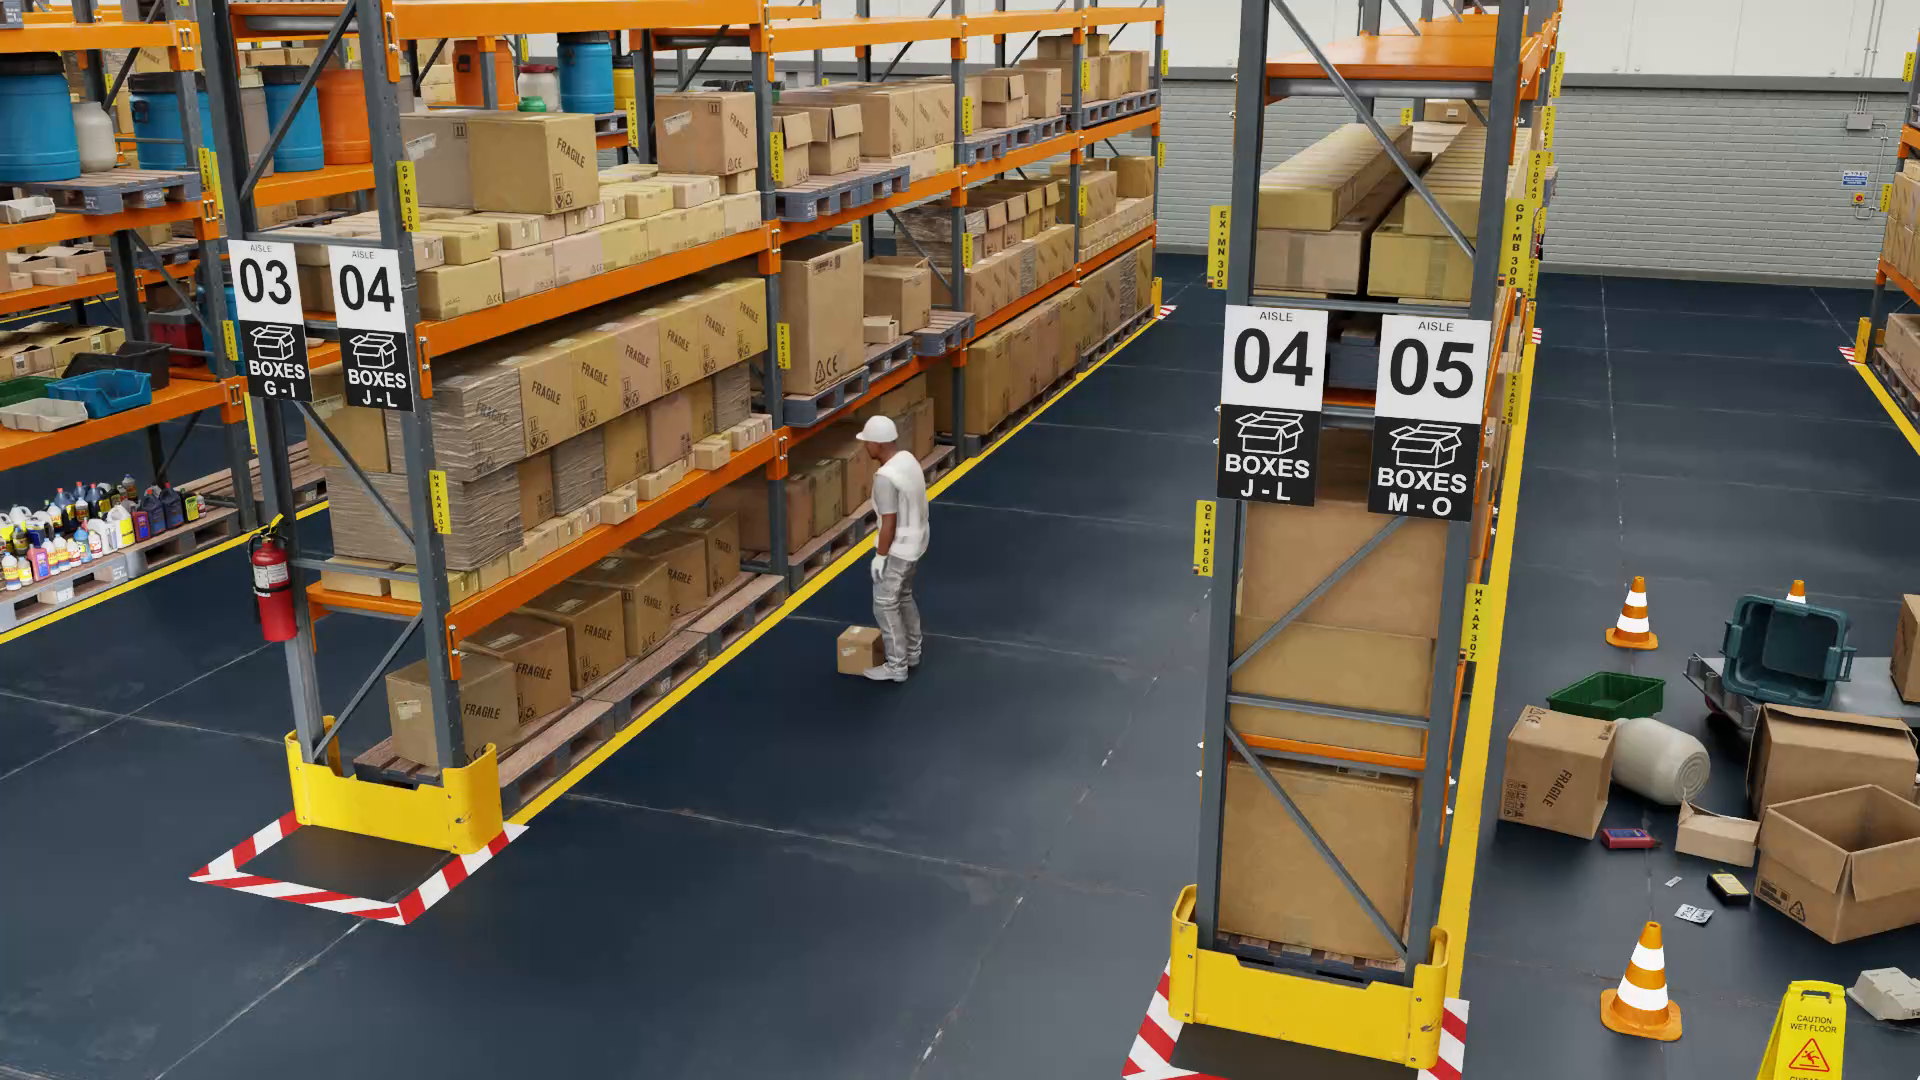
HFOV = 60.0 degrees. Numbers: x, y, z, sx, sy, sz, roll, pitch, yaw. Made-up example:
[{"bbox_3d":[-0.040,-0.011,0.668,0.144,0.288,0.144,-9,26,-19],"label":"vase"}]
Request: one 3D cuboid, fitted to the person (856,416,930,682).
[{"bbox_3d":[-0.440,0.048,10.902,0.452,1.772,0.616,5,19,16],"label":"person"}]
